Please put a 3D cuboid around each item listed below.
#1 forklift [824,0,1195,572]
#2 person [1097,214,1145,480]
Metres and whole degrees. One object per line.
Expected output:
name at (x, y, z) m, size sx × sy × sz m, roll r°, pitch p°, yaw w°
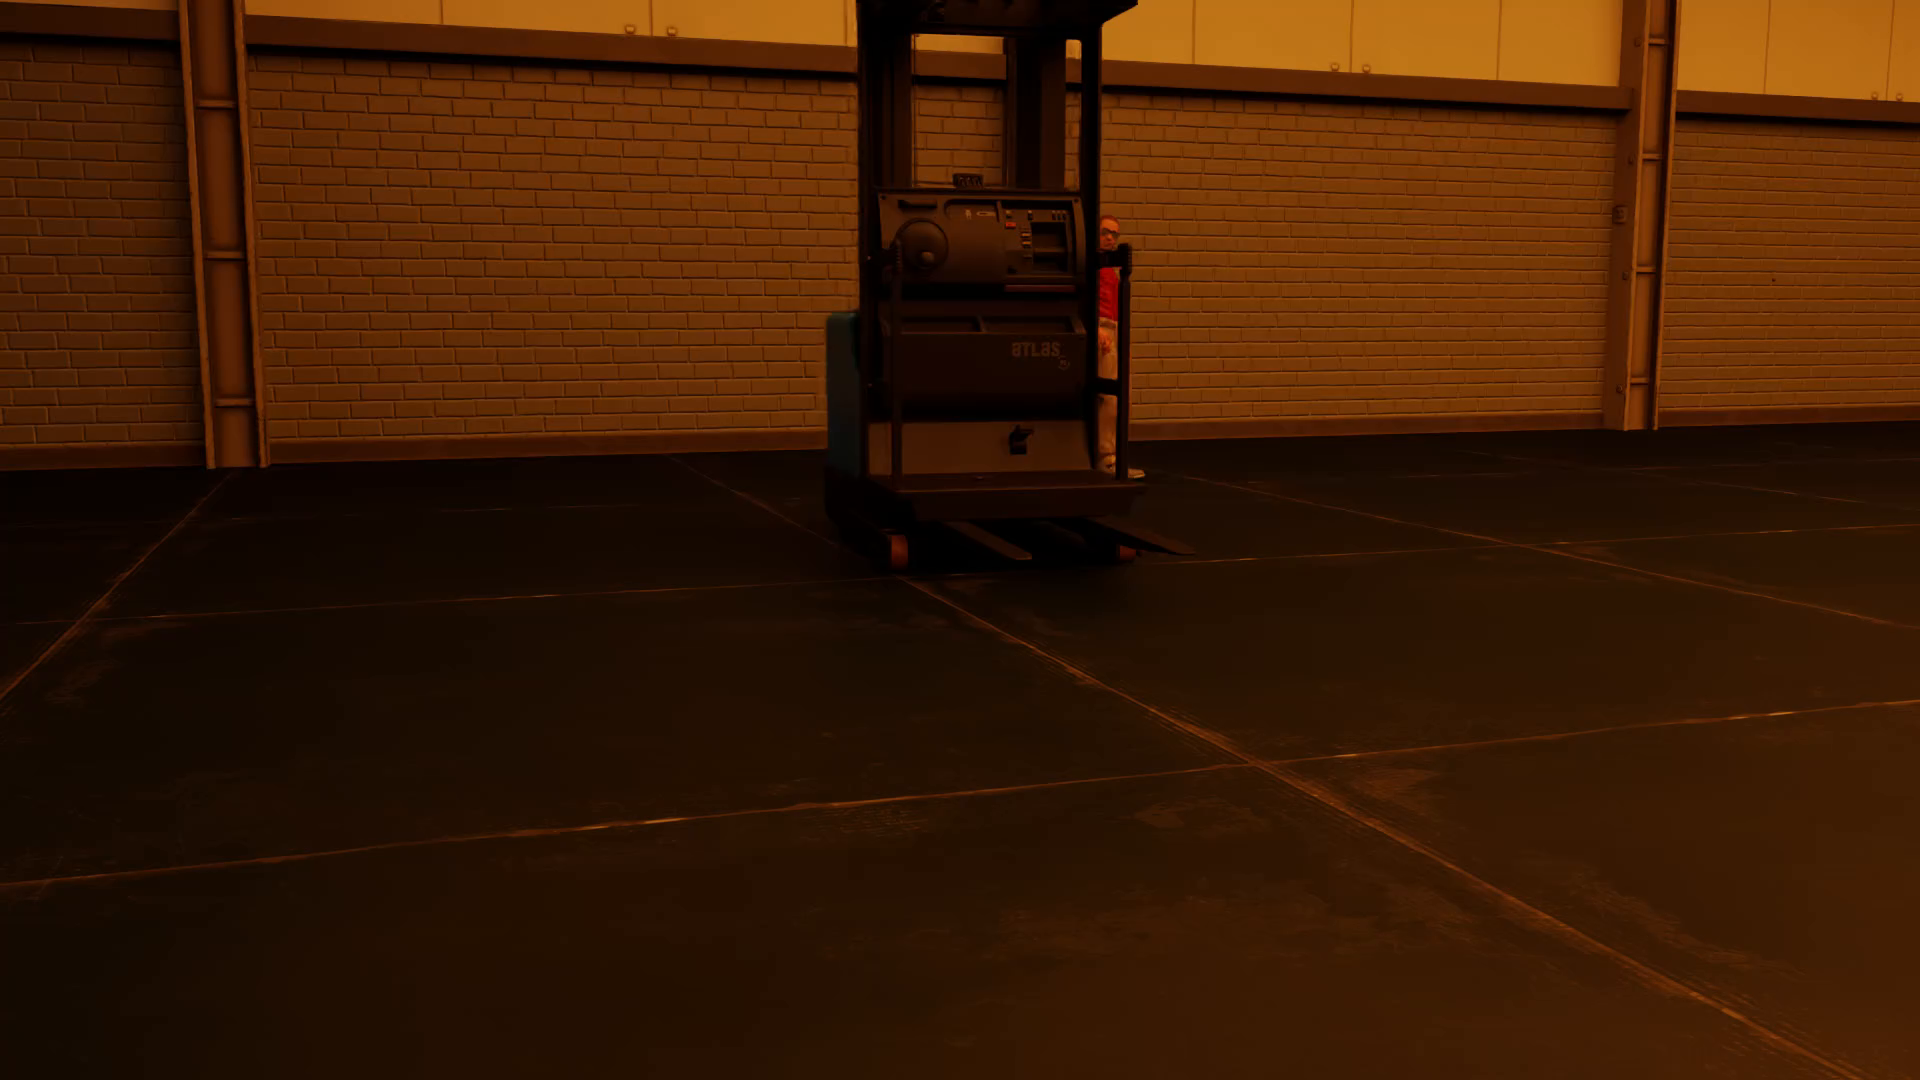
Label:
forklift at (0.152, -1.373, 7.140) m, size 1.130 × 2.935 × 3.031 m, roll -2°, pitch 8°, yaw -14°
person at (0.962, -1.261, 10.864) m, size 0.520 × 1.709 × 0.748 m, roll 1°, pitch 8°, yaw 7°
